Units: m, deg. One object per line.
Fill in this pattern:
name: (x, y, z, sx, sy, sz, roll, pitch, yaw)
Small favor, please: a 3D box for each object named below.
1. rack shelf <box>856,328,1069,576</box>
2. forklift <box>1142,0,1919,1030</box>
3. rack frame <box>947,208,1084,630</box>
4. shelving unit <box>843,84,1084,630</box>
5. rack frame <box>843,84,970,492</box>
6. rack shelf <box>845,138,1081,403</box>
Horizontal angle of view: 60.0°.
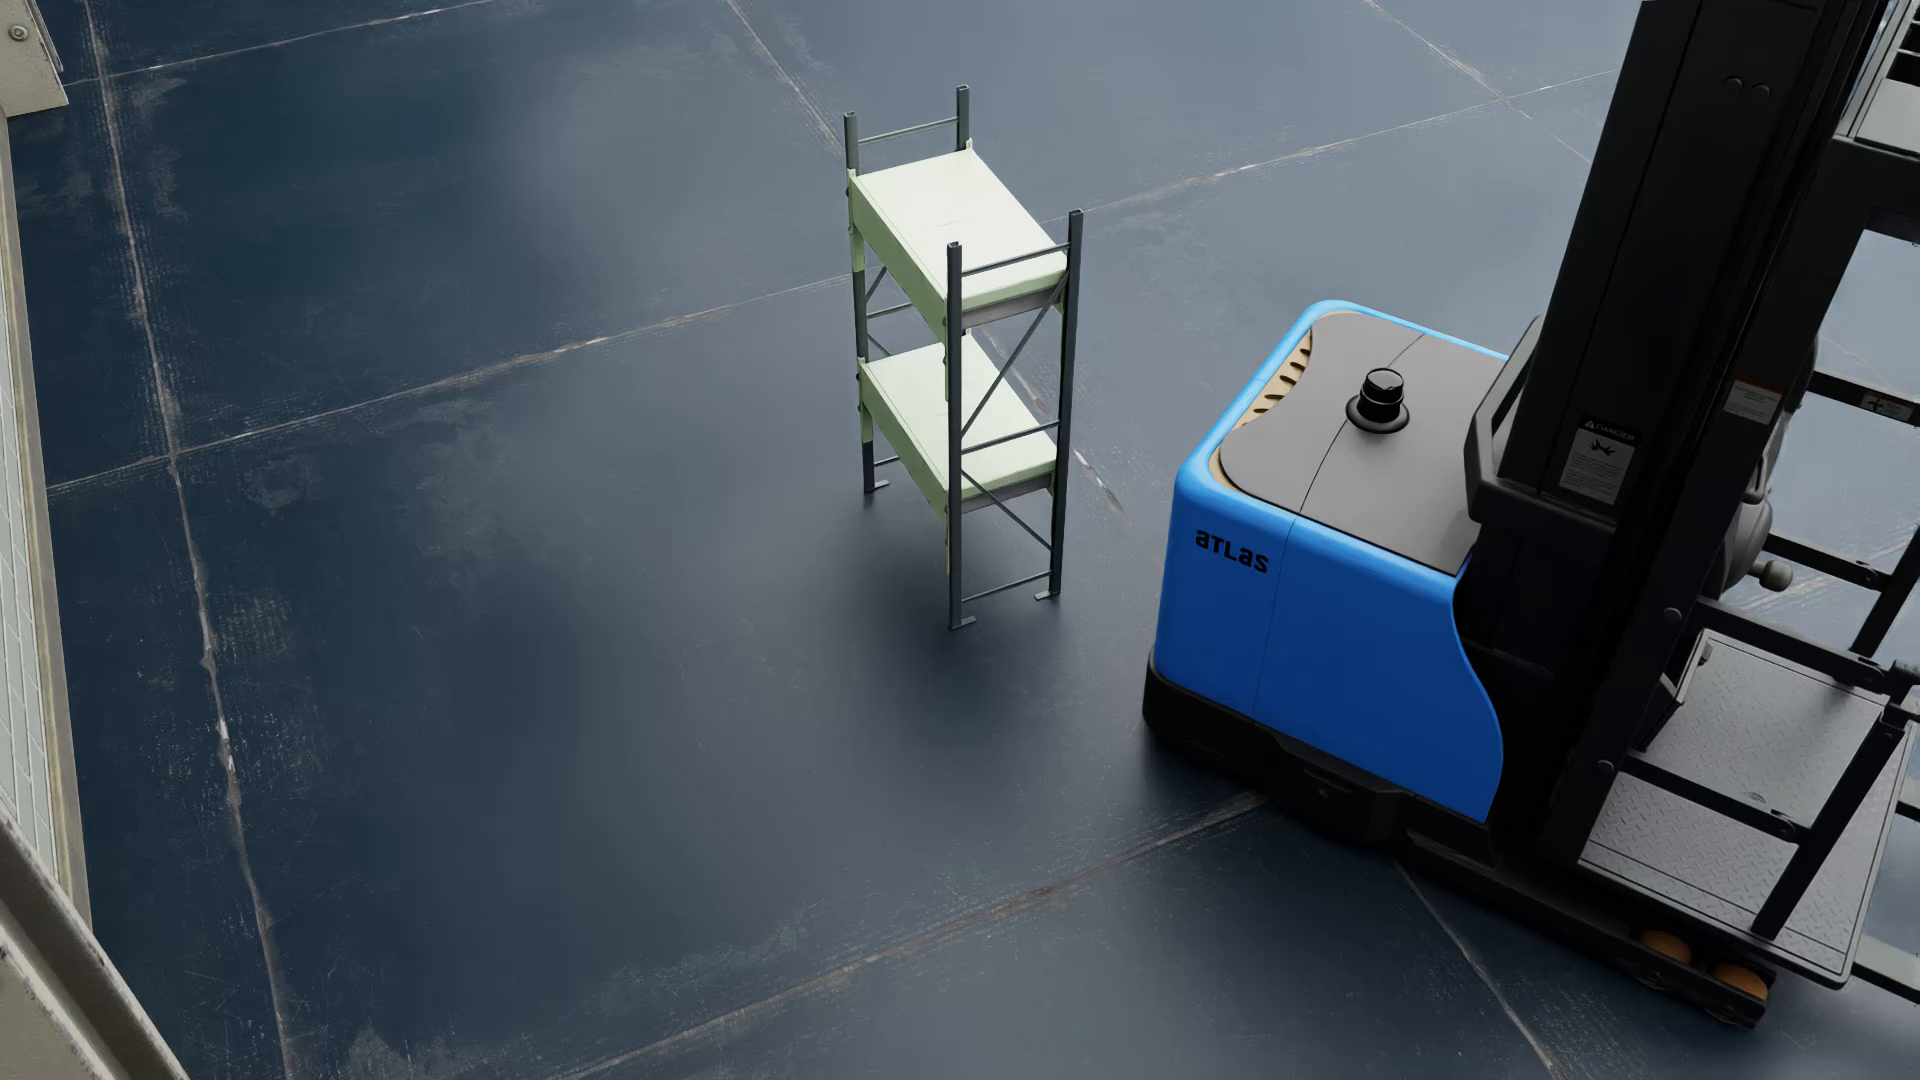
rack shelf: (-0.003, -0.306, 5.457, 0.431, 0.370, 0.720, -18, 47, -17)
forklift: (2.081, -0.184, 3.850, 3.031, 2.935, 1.130, 24, 49, 22)
rack frame: (0.151, -0.305, 4.991, 0.400, 1.500, 0.023, -18, 47, -17)
shelving unit: (-0.003, -0.538, 5.228, 0.431, 1.500, 0.755, -18, 47, -17)
rack frame: (-0.157, -0.771, 5.464, 0.400, 1.500, 0.023, -18, 47, -17)
rack shelf: (-0.003, -0.816, 4.953, 0.431, 0.370, 0.720, -18, 47, -17)
